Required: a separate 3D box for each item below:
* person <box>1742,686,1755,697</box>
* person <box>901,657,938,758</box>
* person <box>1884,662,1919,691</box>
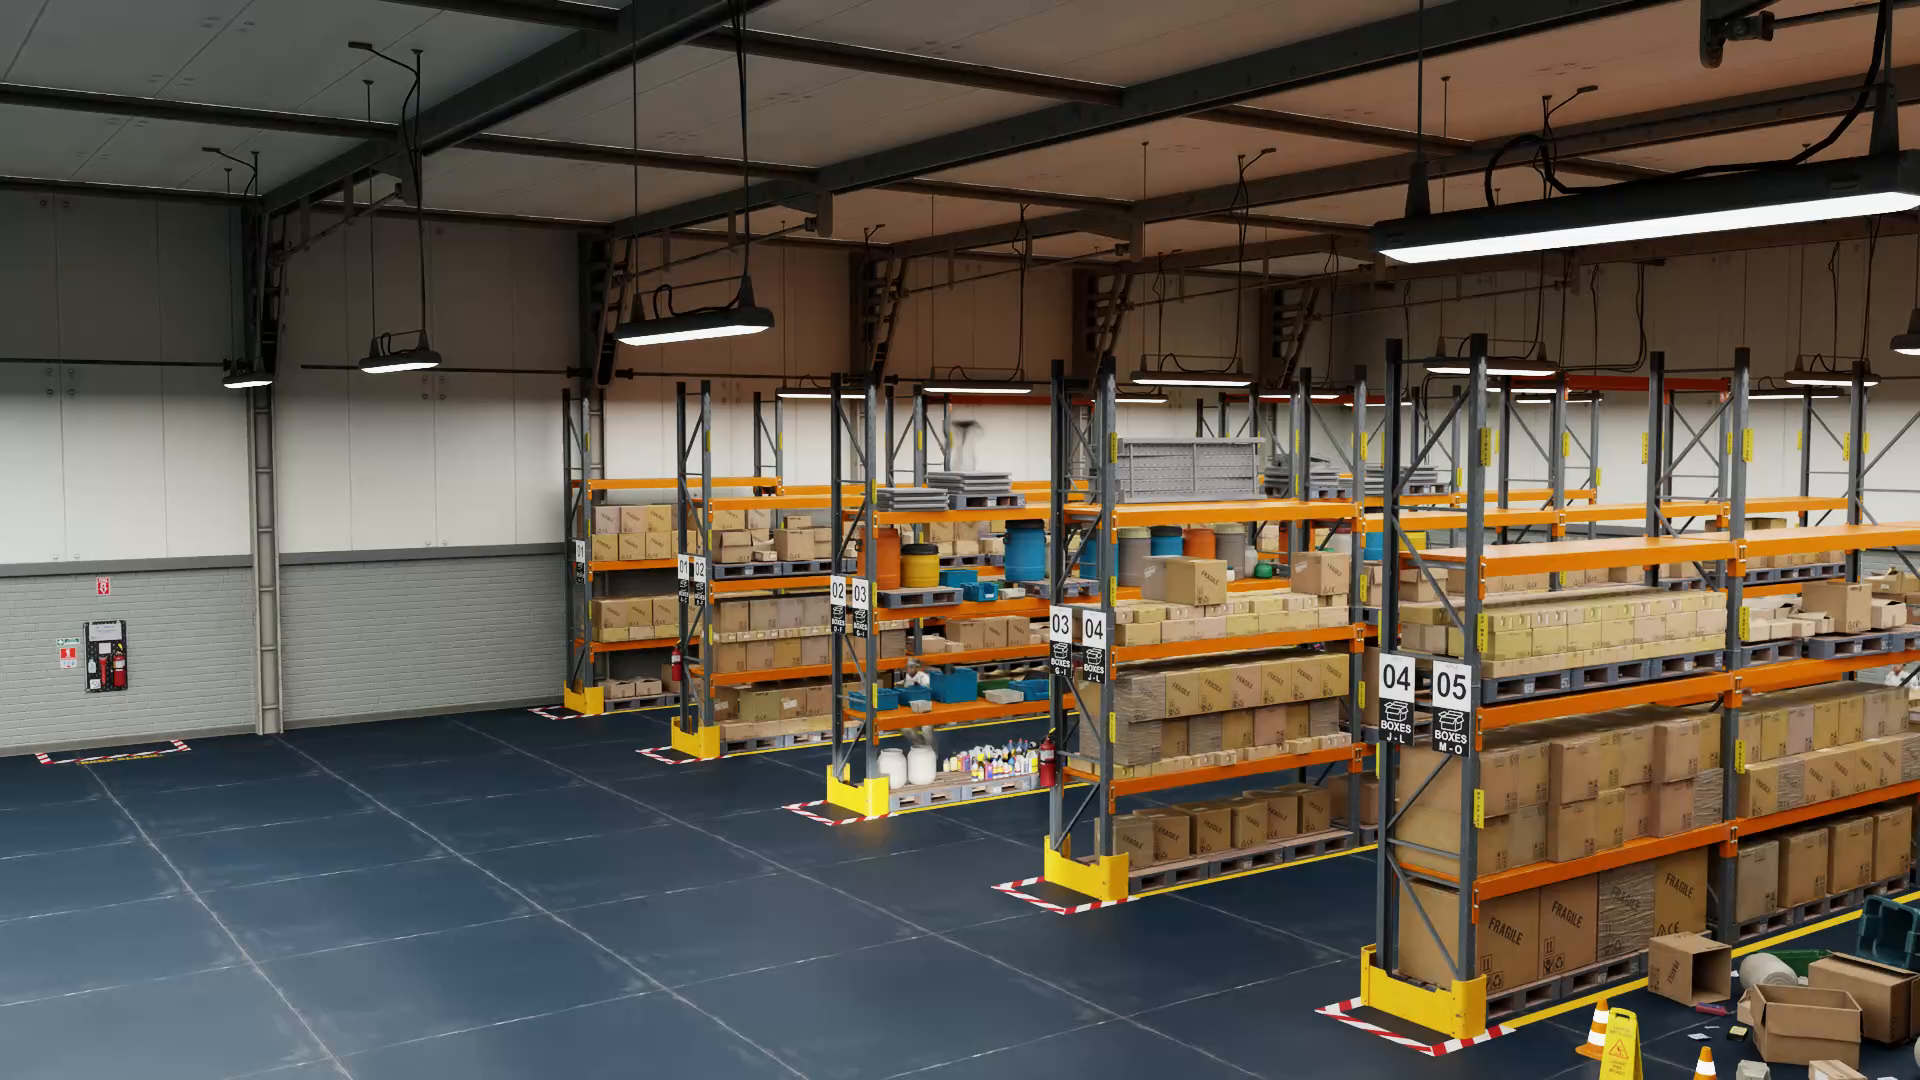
[{"bbox_3d":[11.129,2.781,23.556,0.845,1.774,0.655,-2,4,-33],"label":"person"},{"bbox_3d":[-0.638,2.639,25.886,0.644,1.693,0.872,3,5,35],"label":"person"},{"bbox_3d":[14.770,2.658,26.156,0.672,1.719,0.612,-3,5,-41],"label":"person"}]
